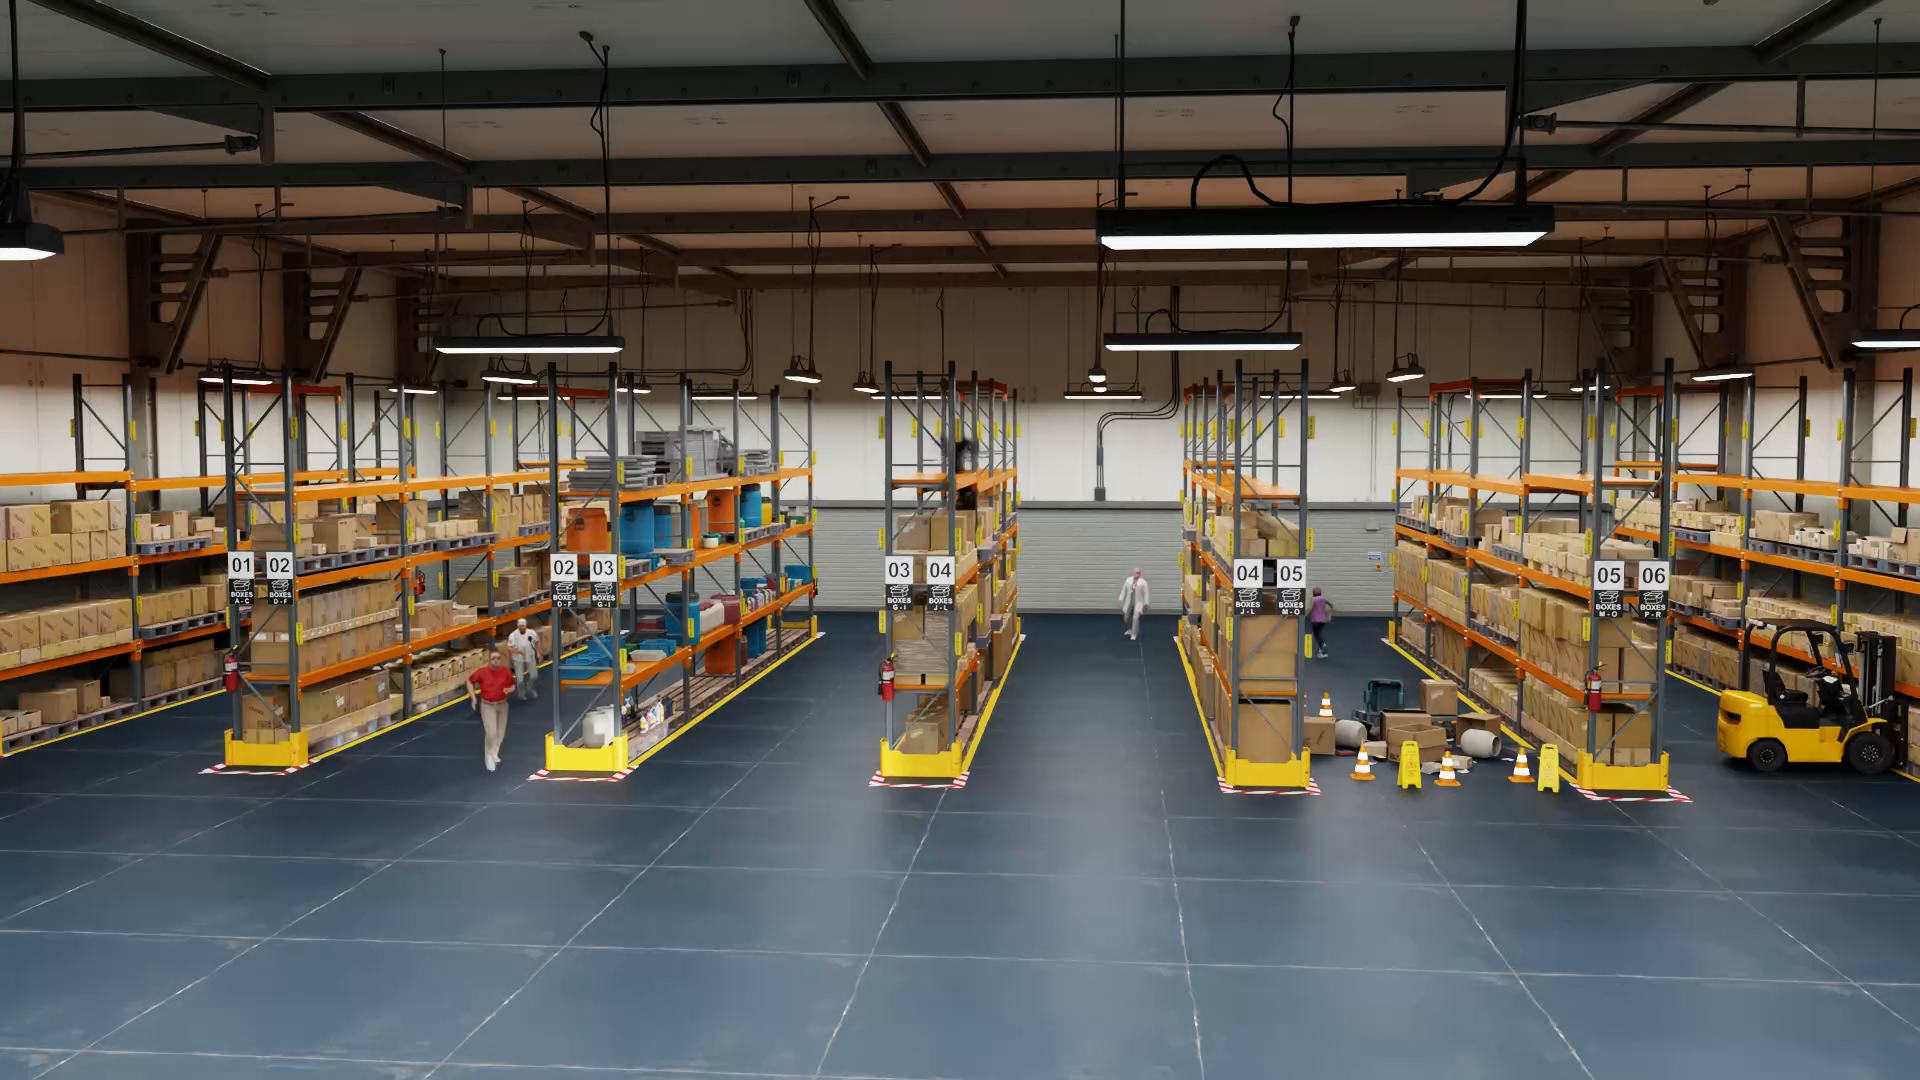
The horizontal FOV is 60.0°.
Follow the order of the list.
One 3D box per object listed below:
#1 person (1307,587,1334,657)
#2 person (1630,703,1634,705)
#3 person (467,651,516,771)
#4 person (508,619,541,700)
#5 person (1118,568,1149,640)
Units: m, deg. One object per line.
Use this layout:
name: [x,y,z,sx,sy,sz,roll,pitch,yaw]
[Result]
person: [7.968,1.806,36.769,0.624,1.554,0.549,-1,4,-21]
person: [11.258,2.288,28.276,0.696,1.720,0.833,0,4,-6]
person: [-6.905,2.540,24.644,0.650,1.784,0.767,-3,5,-35]
person: [-8.043,2.211,30.721,0.607,1.557,0.773,-1,4,-18]
person: [4.195,1.514,39.901,0.807,1.720,0.827,2,4,24]
